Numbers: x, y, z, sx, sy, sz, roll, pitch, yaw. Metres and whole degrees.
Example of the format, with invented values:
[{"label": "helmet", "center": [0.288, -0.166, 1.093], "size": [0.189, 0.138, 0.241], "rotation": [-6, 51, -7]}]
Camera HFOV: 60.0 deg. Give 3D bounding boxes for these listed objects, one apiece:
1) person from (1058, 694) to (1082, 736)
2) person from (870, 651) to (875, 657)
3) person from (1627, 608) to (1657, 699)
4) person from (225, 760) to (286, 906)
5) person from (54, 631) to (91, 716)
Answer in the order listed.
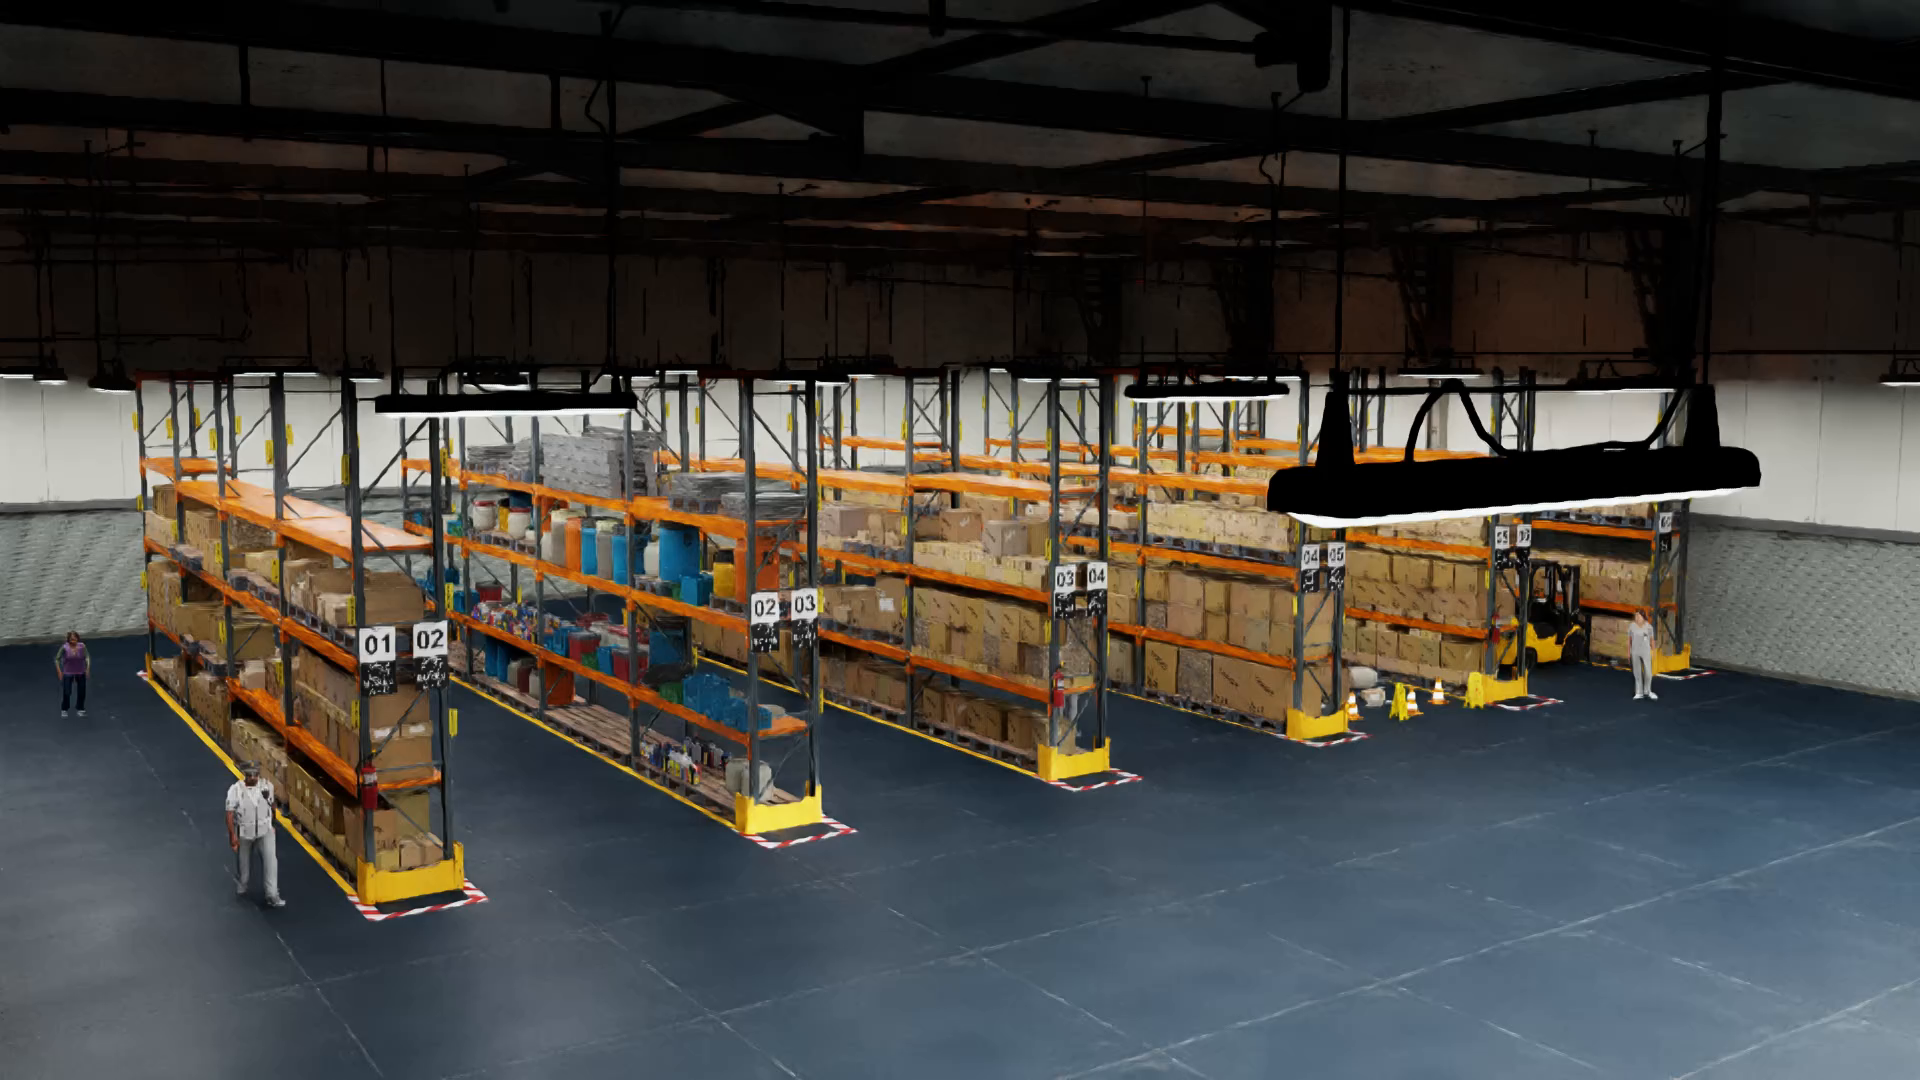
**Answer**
[{"label": "person", "center": [1.798, 2.387, 27.515], "size": [0.502, 1.677, 0.422], "rotation": [3, 7, 27]}, {"label": "person", "center": [-1.857, 1.791, 33.318], "size": [0.625, 1.596, 0.517], "rotation": [-5, 8, -36]}, {"label": "person", "center": [12.457, 2.073, 30.339], "size": [0.563, 1.666, 0.386], "rotation": [3, 7, 25]}, {"label": "person", "center": [-8.134, 3.329, 19.115], "size": [0.542, 1.675, 1.125], "rotation": [-4, 8, -31]}, {"label": "person", "center": [-15.403, 2.317, 28.883], "size": [0.566, 1.541, 0.519], "rotation": [-5, 8, -36]}]
